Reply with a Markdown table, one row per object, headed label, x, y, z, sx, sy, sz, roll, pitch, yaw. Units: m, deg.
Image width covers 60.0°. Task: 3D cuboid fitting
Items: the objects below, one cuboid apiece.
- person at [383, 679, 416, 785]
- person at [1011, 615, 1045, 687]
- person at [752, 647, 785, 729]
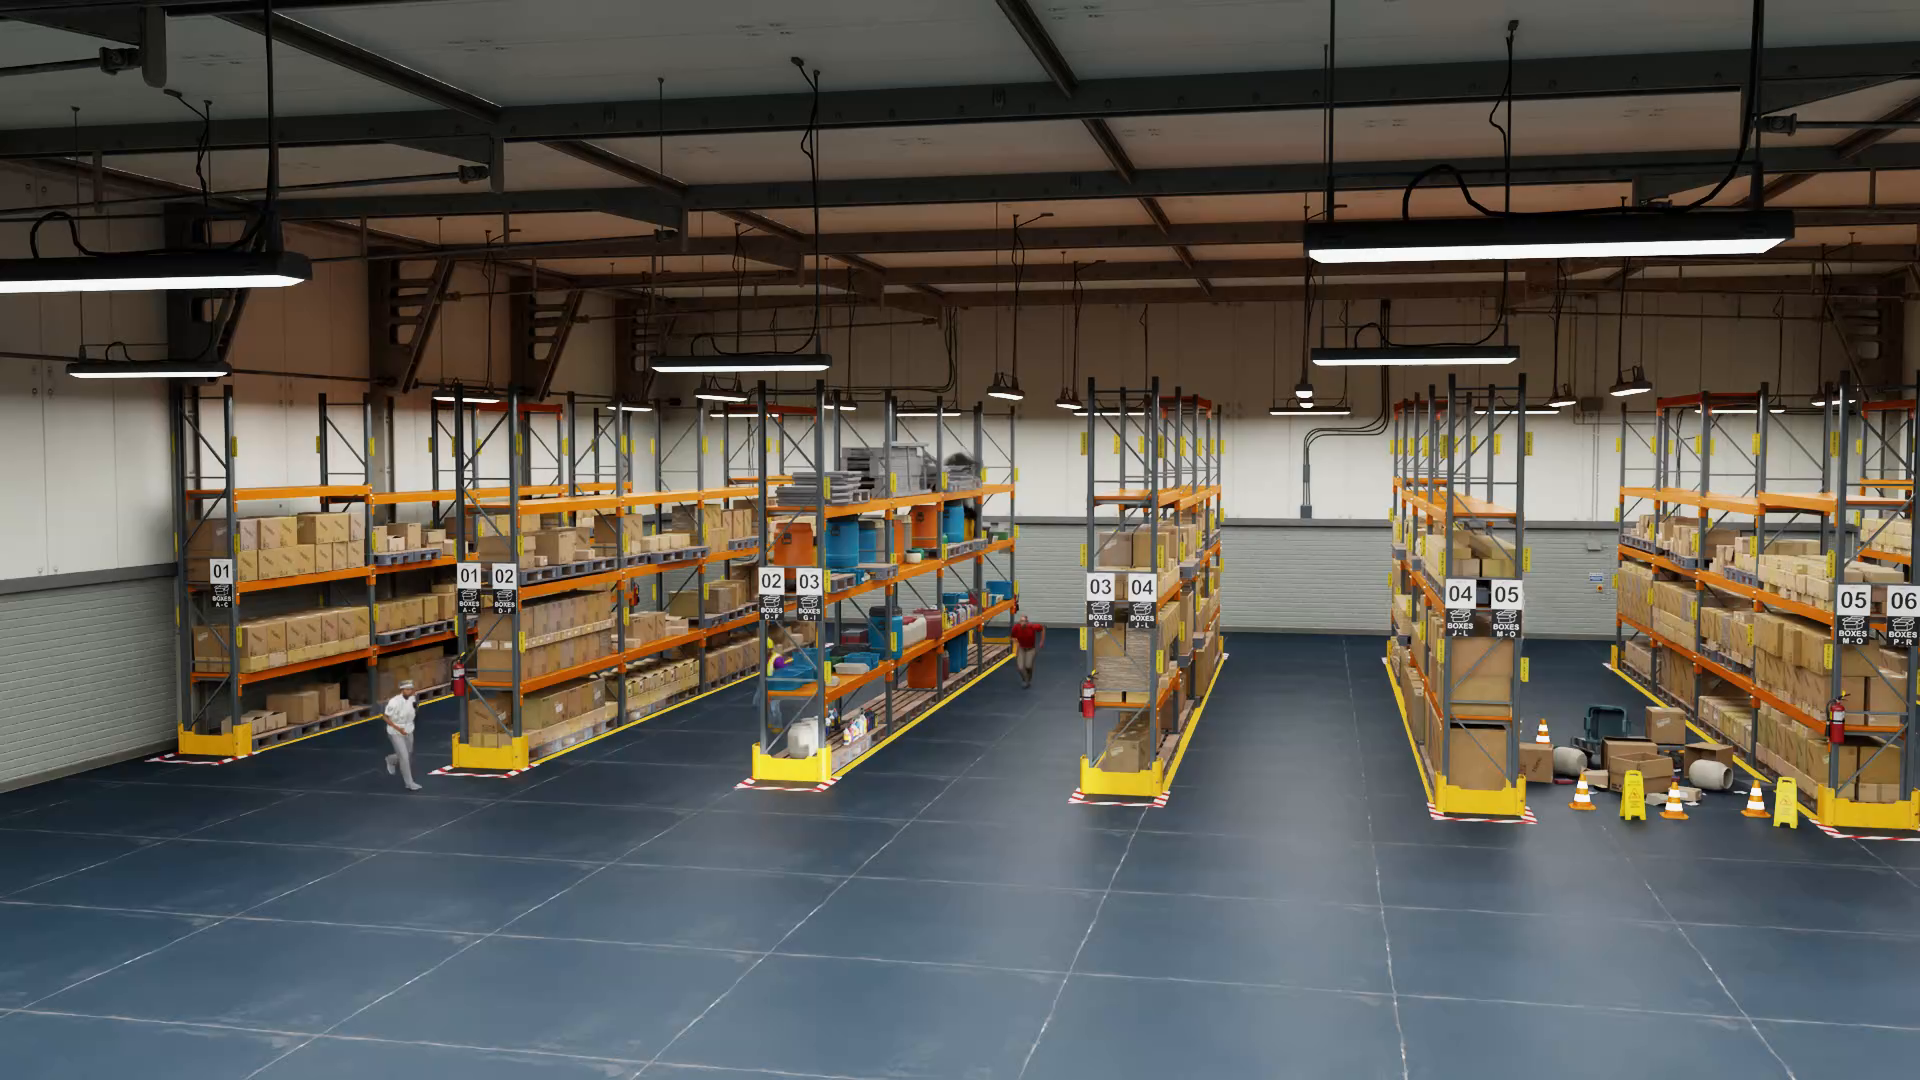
| label | x | y | z | sx | sy | sz | roll | pitch | yaw |
| --- | --- | --- | --- | --- | --- | --- | --- | --- | --- |
| person | -8.226 | 2.795 | 24.350 | 0.697 | 1.570 | 0.560 | 3 | 4 | 42 |
| person | 1.407 | 2.303 | 34.458 | 0.701 | 1.553 | 0.832 | 1 | 3 | 11 |
| person | -3.264 | 2.510 | 28.752 | 0.694 | 1.597 | 0.733 | 2 | 4 | 30 |
